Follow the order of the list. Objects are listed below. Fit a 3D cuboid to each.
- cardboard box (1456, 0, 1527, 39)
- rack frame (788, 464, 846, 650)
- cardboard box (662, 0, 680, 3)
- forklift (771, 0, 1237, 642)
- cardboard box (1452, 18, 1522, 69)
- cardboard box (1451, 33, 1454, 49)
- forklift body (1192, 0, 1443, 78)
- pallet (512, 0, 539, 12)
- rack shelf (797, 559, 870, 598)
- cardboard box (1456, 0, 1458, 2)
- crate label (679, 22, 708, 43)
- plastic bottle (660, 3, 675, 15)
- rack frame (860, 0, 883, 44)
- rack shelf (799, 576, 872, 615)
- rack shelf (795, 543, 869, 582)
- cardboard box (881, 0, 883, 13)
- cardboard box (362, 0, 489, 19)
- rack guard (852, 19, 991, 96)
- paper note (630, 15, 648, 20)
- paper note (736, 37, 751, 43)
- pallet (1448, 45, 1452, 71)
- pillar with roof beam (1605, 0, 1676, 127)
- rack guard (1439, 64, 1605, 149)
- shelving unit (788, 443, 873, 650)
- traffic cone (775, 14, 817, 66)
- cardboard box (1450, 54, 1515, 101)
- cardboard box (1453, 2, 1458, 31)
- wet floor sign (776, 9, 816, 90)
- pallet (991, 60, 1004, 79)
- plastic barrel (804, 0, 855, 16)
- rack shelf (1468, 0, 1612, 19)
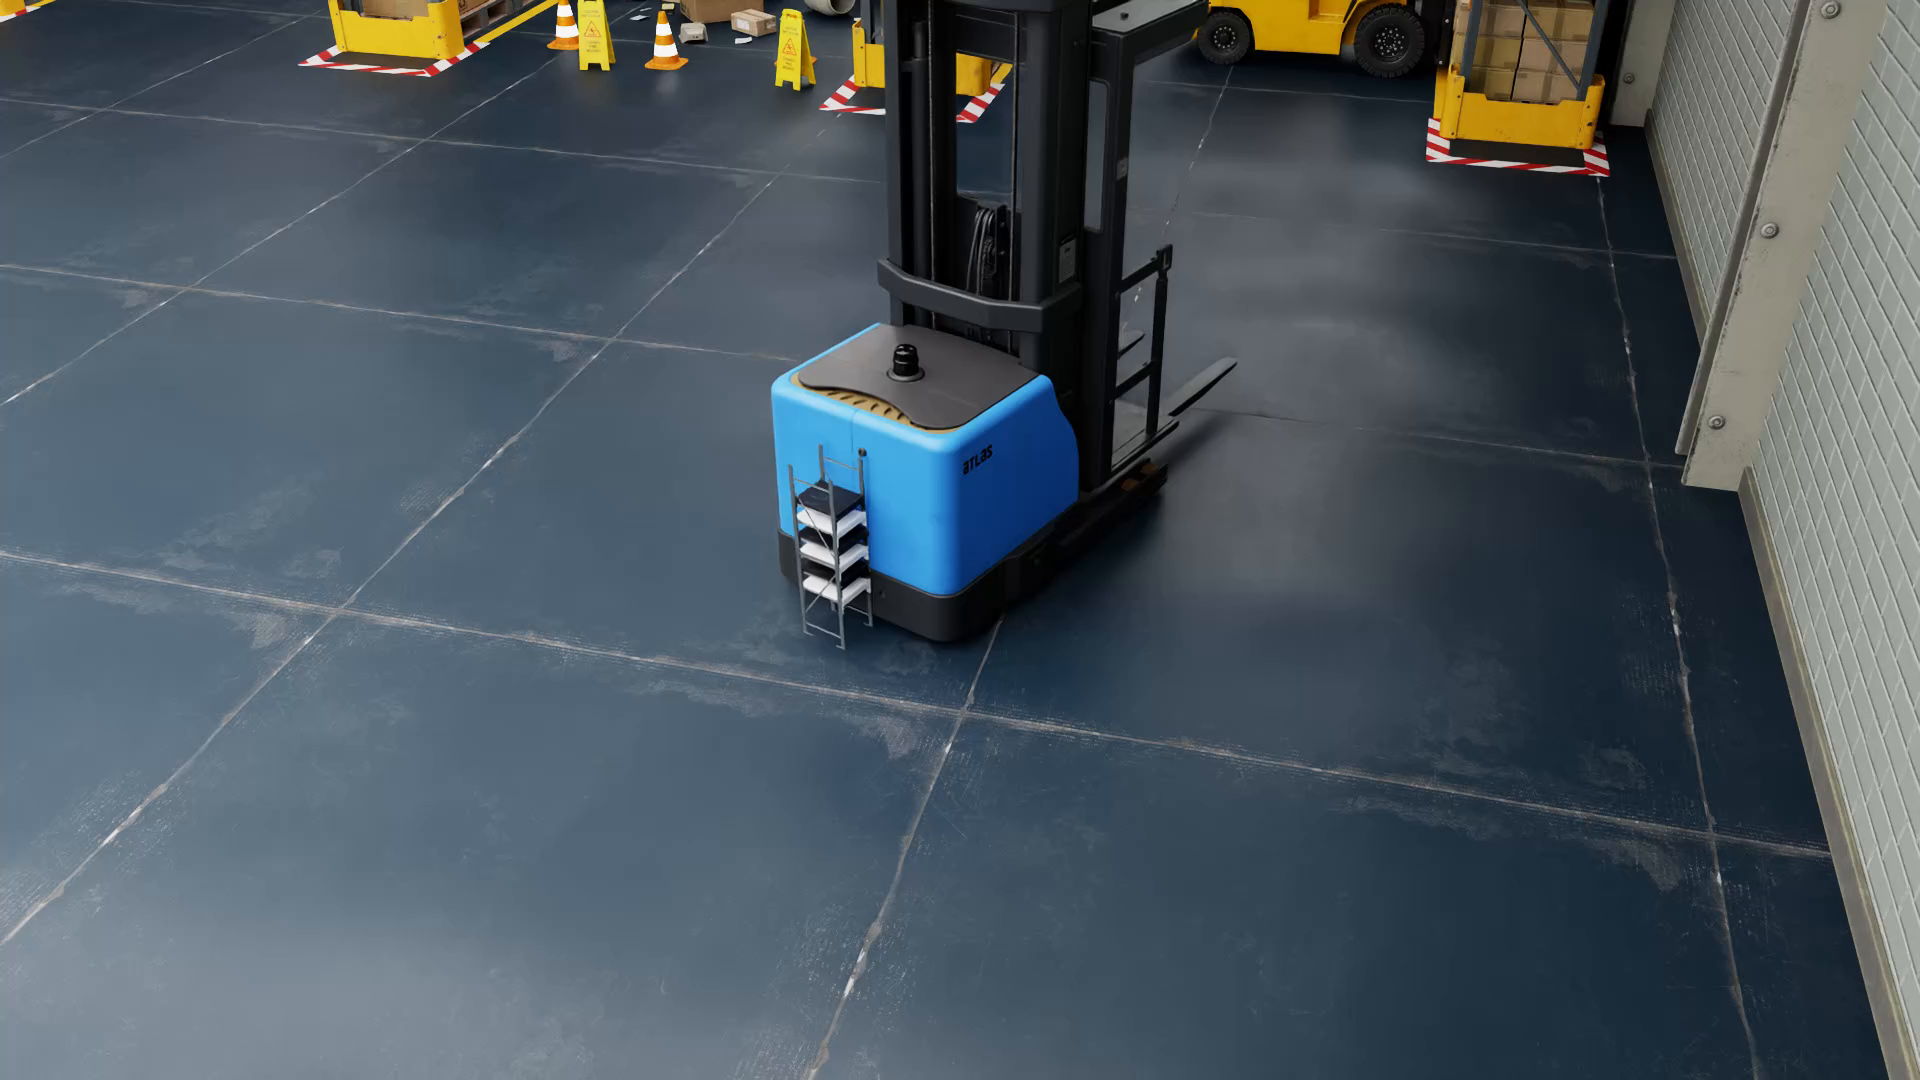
[{"bbox_3d":[4.271,-4.233,13.353,0.500,0.250,0.500,9,34,14],"label":"cardboard box"},{"bbox_3d":[-0.623,0.087,7.275,0.240,0.900,0.006,21,40,29],"label":"rack frame"},{"bbox_3d":[-2.800,-5.588,16.792,0.396,0.266,0.258,14,35,21],"label":"cardboard box"},{"bbox_3d":[0.418,-1.523,7.914,1.130,2.935,3.031,21,38,30],"label":"forklift"},{"bbox_3d":[4.277,-4.036,13.508,0.500,0.250,0.500,8,33,12],"label":"cardboard box"},{"bbox_3d":[4.540,-4.332,14.440,0.500,0.250,0.500,8,33,13],"label":"cardboard box"},{"bbox_3d":[3.172,-5.387,14.719,2.313,2.155,1.214,8,33,12],"label":"forklift body"},{"bbox_3d":[-4.721,-5.688,17.001,1.003,0.211,1.213,8,33,12],"label":"pallet"},{"bbox_3d":[-0.562,0.140,7.413,0.258,0.077,0.200,21,40,29],"label":"rack shelf"},{"bbox_3d":[4.513,-4.762,14.185,0.500,0.250,0.500,8,33,13],"label":"cardboard box"},{"bbox_3d":[-2.506,-4.769,15.624,0.250,0.136,0.298,-8,33,-13],"label":"crate label"},{"bbox_3d":[-2.894,-5.267,16.478,0.133,0.061,0.283,-3,33,-4],"label":"plastic bottle"},{"bbox_3d":[-0.347,-5.187,13.613,1.000,3.000,0.127,8,33,12],"label":"rack frame"},{"bbox_3d":[-0.560,0.214,7.464,0.258,0.077,0.200,21,40,29],"label":"rack shelf"},{"bbox_3d":[-0.564,0.066,7.362,0.258,0.077,0.200,21,40,29],"label":"rack shelf"},{"bbox_3d":[-0.396,-4.972,14.747,0.500,0.500,0.500,8,33,13],"label":"cardboard box"},{"bbox_3d":[-5.052,-5.450,15.616,0.875,0.875,0.875,8,33,13],"label":"cardboard box"},{"bbox_3d":[-0.327,-4.171,14.346,1.175,0.500,0.348,8,33,12],"label":"rack guard"},{"bbox_3d":[-3.131,-5.116,16.270,0.144,0.017,0.142,20,38,29],"label":"paper note"},{"bbox_3d":[-2.032,-4.696,15.608,0.148,0.019,0.142,-3,33,-4],"label":"paper note"},{"bbox_3d":[4.921,-4.370,14.927,1.003,0.211,1.213,8,33,12],"label":"pallet"},{"bbox_3d":[1.340,-7.870,12.241,9.100,9.000,0.400,8,33,12],"label":"pillar with roof beam"},{"bbox_3d":[4.449,-3.446,13.204,1.175,0.500,0.348,8,33,12],"label":"rack guard"},{"bbox_3d":[-0.565,0.038,7.343,0.258,0.900,0.210,21,40,29],"label":"shelving unit"},{"bbox_3d":[-1.485,-4.515,14.921,0.336,0.463,0.334,8,33,12],"label":"traffic cone"},{"bbox_3d":[4.269,-3.817,13.629,0.500,0.250,0.500,8,33,13],"label":"cardboard box"},{"bbox_3d":[4.525,-4.566,14.341,0.500,0.250,0.500,7,33,11],"label":"cardboard box"},{"bbox_3d":[-1.430,-4.240,14.319,0.267,0.644,0.232,20,38,29],"label":"wet floor sign"},{"bbox_3d":[-0.087,-4.466,15.079,1.003,0.211,1.213,8,33,12],"label":"pallet"},{"bbox_3d":[-1.287,-5.378,16.315,0.421,0.421,0.512,-21,38,-29],"label":"plastic barrel"},{"bbox_3d":[4.963,-5.247,14.379,1.077,0.370,4.000,8,33,12],"label":"rack shelf"}]
